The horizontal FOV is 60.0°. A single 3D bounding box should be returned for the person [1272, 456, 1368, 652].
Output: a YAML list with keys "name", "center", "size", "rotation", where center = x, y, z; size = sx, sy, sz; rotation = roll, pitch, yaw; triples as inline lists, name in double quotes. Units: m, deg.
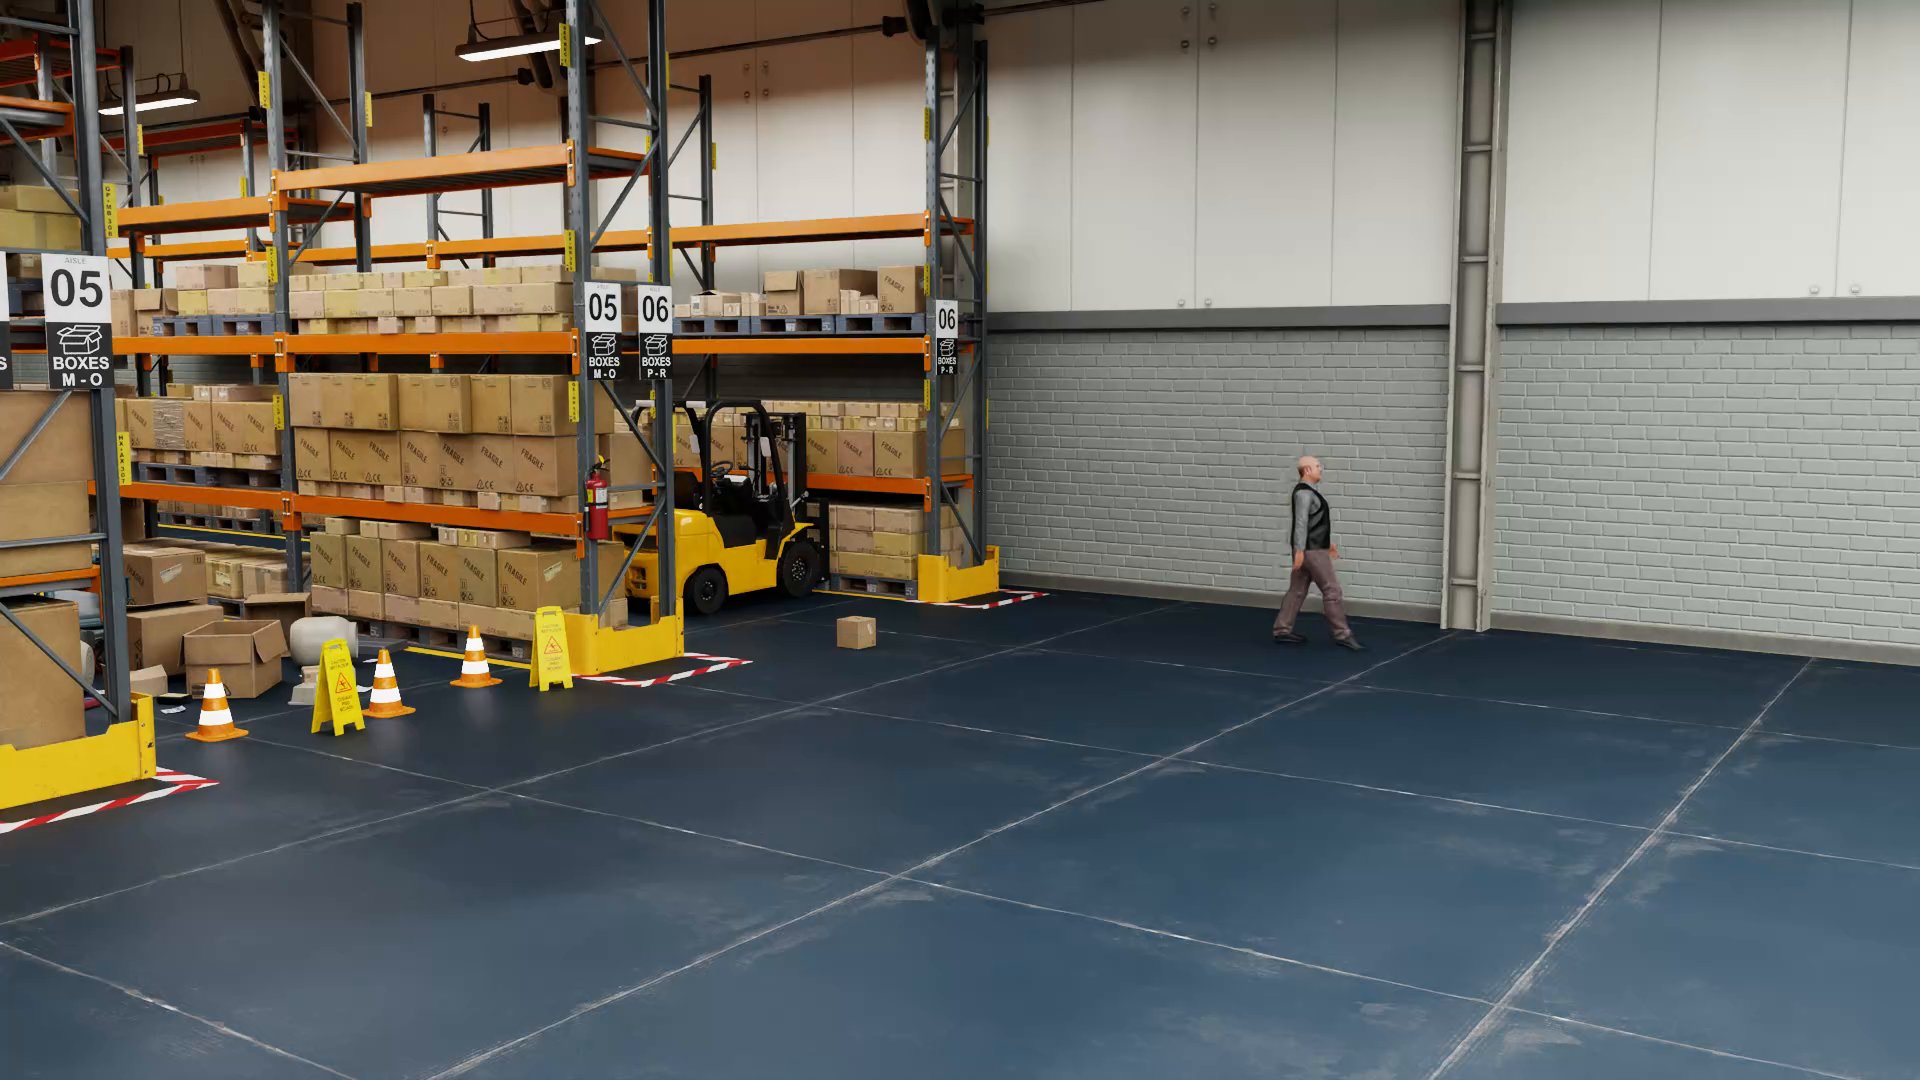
- name: "person"
  center: [3.229, 0.110, 14.871]
  size: [0.828, 1.725, 0.549]
  rotation: [1, 6, 7]
